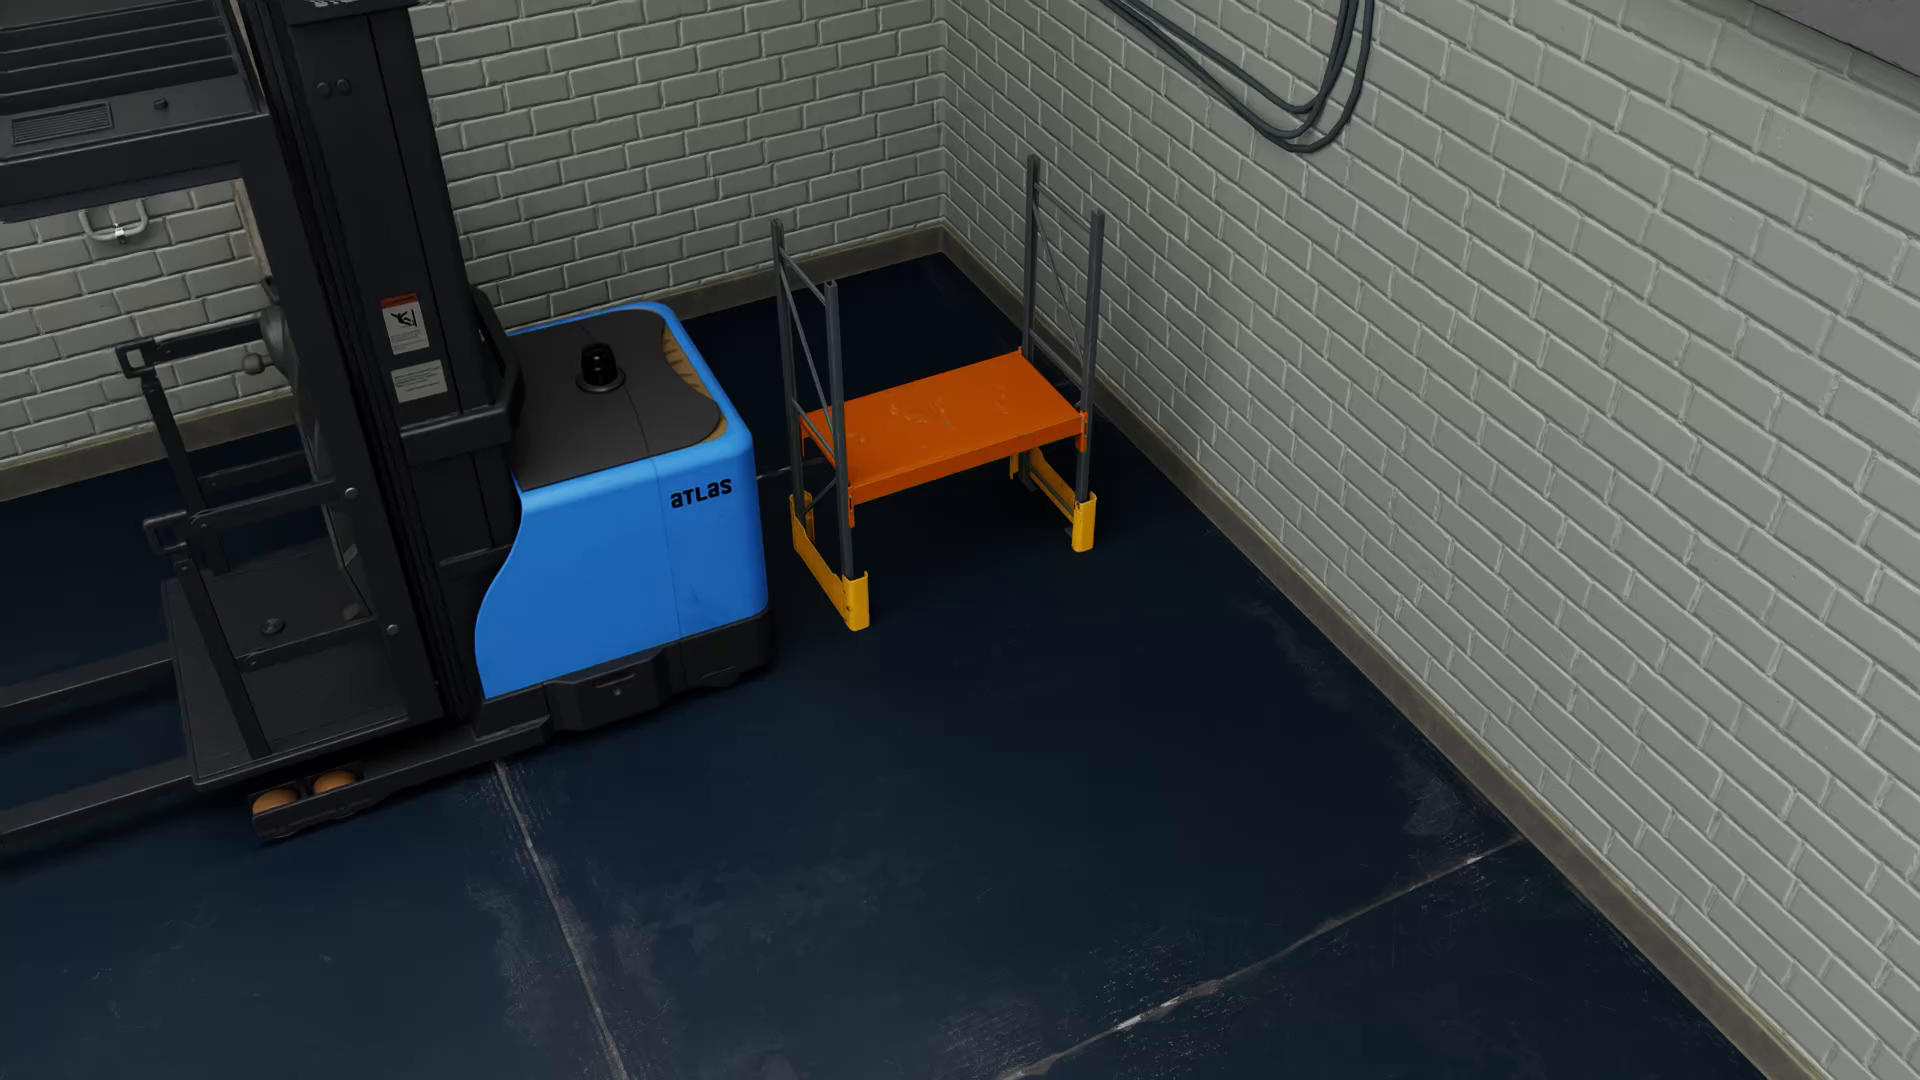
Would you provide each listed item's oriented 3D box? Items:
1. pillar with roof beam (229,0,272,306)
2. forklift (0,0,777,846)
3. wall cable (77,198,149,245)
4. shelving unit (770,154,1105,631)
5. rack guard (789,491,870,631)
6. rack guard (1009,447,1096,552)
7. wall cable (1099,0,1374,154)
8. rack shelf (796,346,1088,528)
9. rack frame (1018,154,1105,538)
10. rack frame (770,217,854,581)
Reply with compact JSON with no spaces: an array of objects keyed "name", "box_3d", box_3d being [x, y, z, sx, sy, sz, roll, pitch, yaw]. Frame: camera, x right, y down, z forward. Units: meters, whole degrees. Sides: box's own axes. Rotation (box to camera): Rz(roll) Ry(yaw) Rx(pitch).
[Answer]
[{"name":"pillar with roof beam","box_3d":[-0.685,-1.487,1.542,0.400,9.000,9.100,-19,44,-21]},{"name":"forklift","box_3d":[-2.234,-0.513,5.087,3.031,2.935,1.130,-17,43,-19]},{"name":"wall cable","box_3d":[-3.970,-1.675,5.620,1.851,1.984,0.084,-19,44,-21]},{"name":"shelving unit","box_3d":[-0.068,-0.550,6.239,1.083,1.500,0.587,-19,44,-21]},{"name":"rack guard","box_3d":[-0.509,0.076,6.467,0.087,0.250,0.587,-19,44,-21]},{"name":"rack guard","box_3d":[0.374,-0.221,6.818,0.087,0.250,0.587,-19,44,-21]},{"name":"wall cable","box_3d":[0.513,-2.951,5.674,0.112,2.526,3.097,-19,44,-21]},{"name":"rack shelf","box_3d":[-0.076,-0.410,6.352,1.000,0.185,0.538,-19,44,-21]},{"name":"rack frame","box_3d":[0.375,-0.699,6.415,0.032,1.500,0.500,-19,44,-21]},{"name":"rack frame","box_3d":[-0.527,-0.395,6.056,0.032,1.500,0.500,-19,44,-21]}]
